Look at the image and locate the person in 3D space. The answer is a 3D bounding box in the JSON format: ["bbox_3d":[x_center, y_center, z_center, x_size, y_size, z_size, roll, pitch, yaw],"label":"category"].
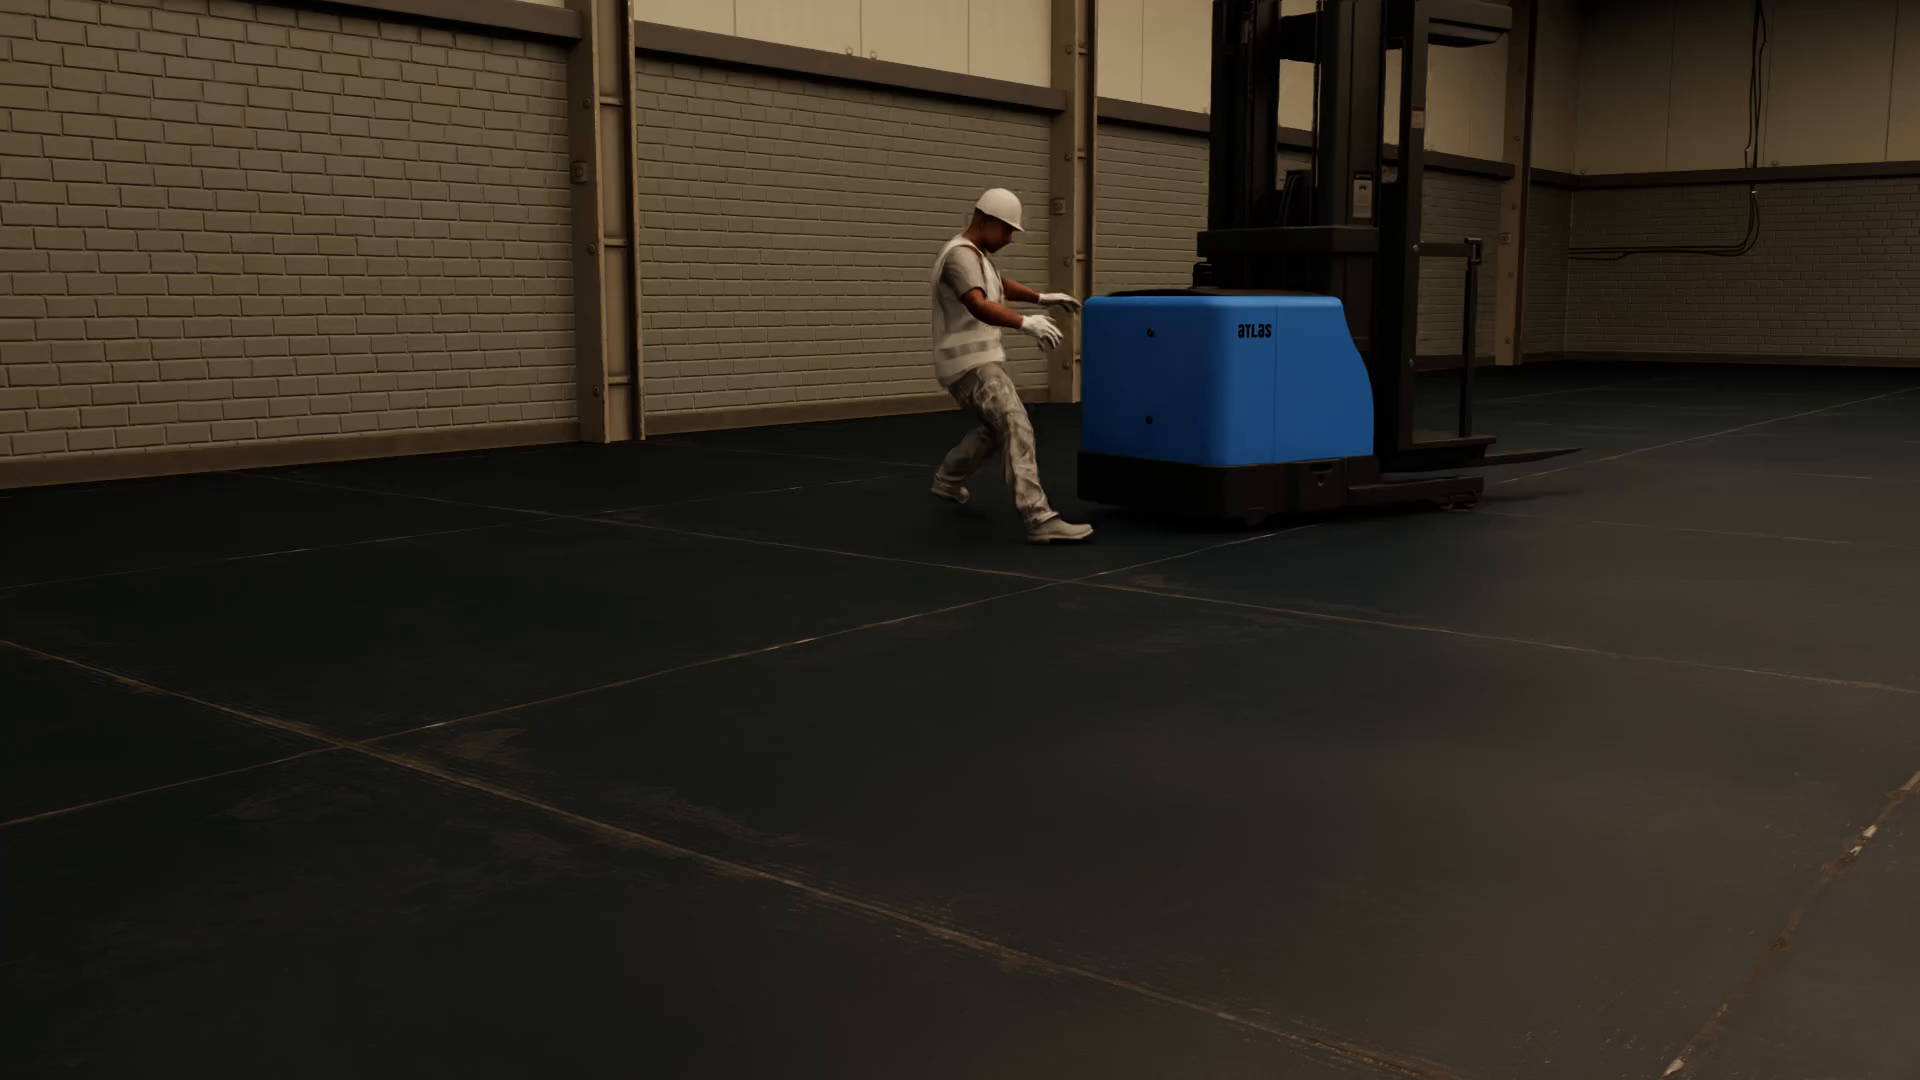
[{"bbox_3d":[0.225,-0.853,7.814,0.840,1.564,1.331,1,8,6],"label":"person"}]

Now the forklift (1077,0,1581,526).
[{"bbox_3d":[2.082,-1.656,8.596,3.031,2.935,1.130,-6,10,-35],"label":"forklift"}]
